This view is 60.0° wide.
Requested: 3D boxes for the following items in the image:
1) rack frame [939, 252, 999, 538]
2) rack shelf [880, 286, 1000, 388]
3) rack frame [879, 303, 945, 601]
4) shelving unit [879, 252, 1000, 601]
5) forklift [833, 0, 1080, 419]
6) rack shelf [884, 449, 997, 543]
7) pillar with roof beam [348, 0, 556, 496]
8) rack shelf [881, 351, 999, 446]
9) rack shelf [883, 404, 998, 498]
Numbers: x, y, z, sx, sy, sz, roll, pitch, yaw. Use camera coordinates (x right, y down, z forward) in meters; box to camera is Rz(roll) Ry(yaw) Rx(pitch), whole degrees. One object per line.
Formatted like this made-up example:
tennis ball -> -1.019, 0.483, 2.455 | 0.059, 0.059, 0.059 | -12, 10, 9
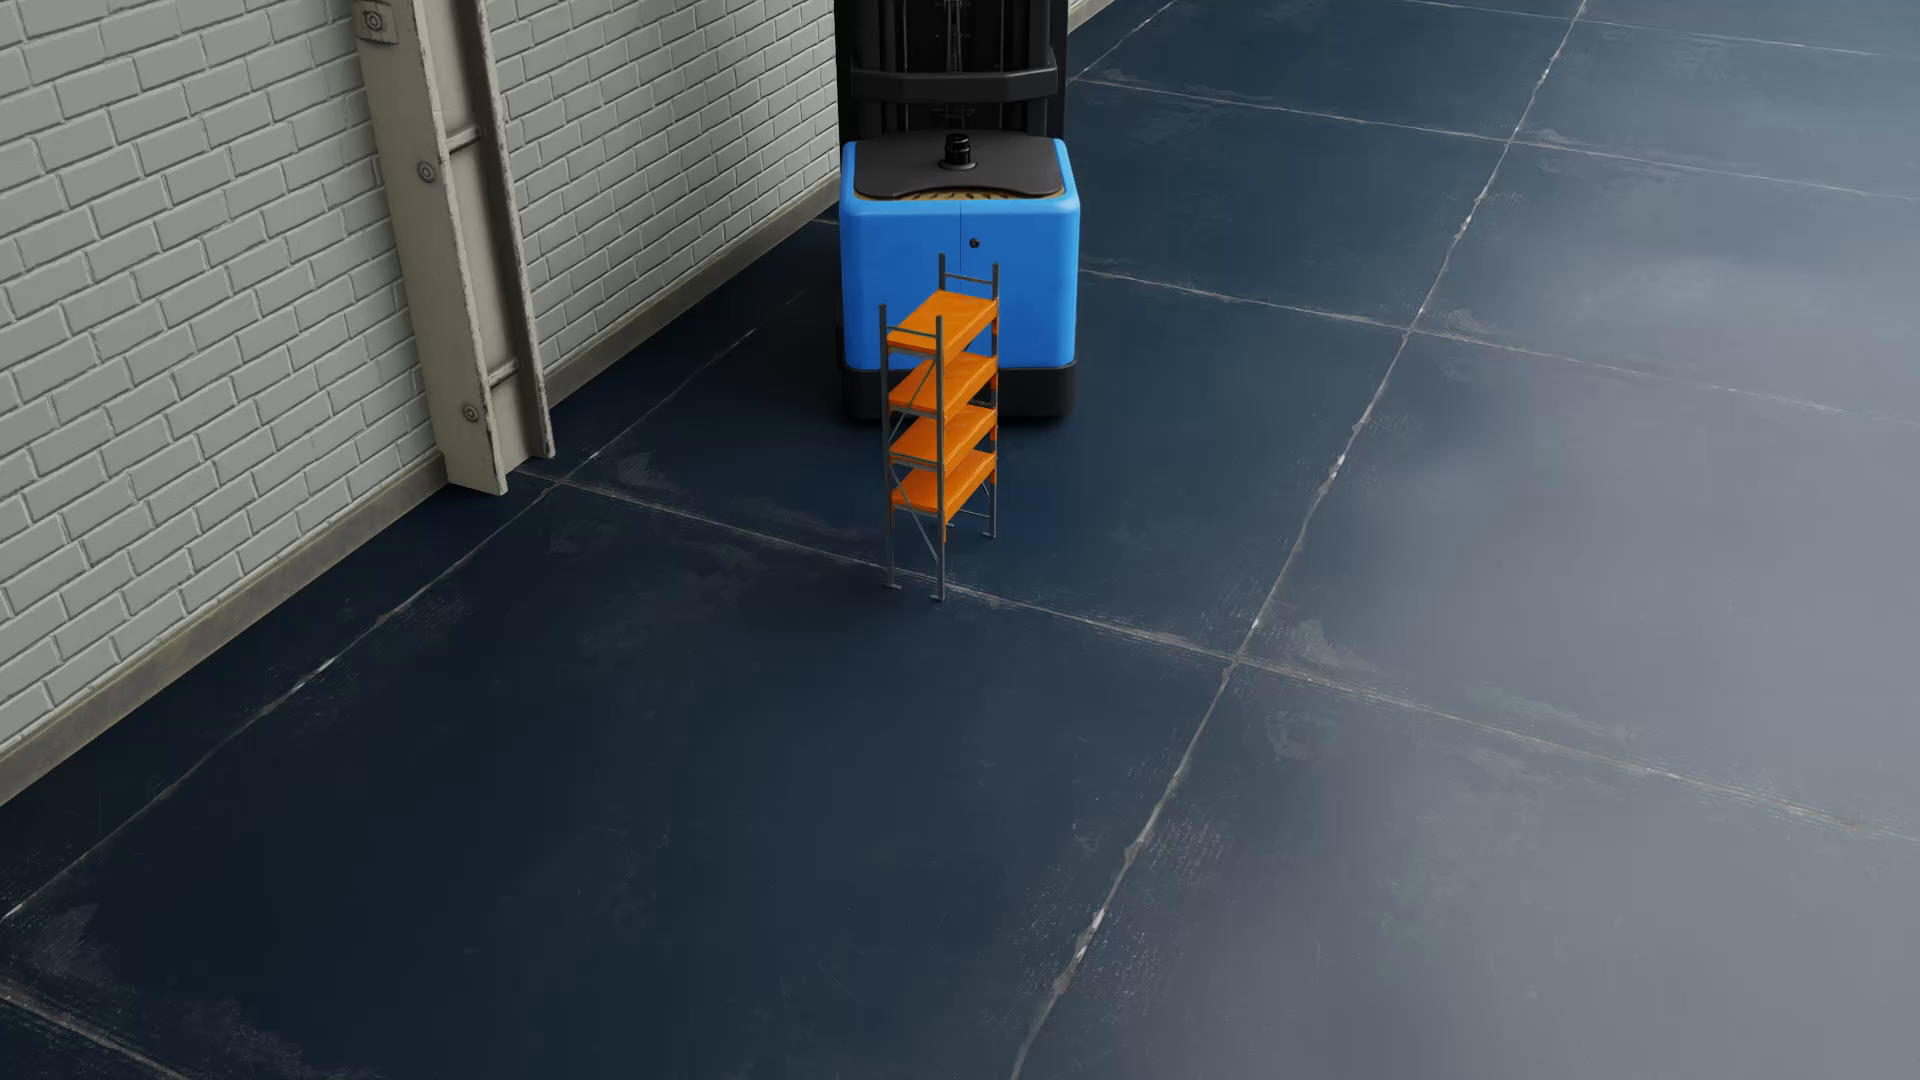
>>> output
rack frame -> 0.033, -0.541, 6.481 | 0.240, 1.200, 0.015 | 14, 36, 20
rack shelf -> -0.069, -0.748, 6.080 | 0.258, 0.148, 0.480 | 14, 36, 20
rack frame -> -0.171, -0.298, 6.110 | 0.240, 1.200, 0.015 | 14, 36, 20
shelving unit -> -0.069, -0.419, 6.295 | 0.258, 1.200, 0.503 | 14, 36, 20
forklift -> -0.051, -2.544, 7.958 | 1.130, 2.935, 3.031 | -1, 33, -2
rack shelf -> -0.069, -0.197, 6.441 | 0.258, 0.148, 0.480 | 14, 36, 20
pillar with roof beam -> 1.909, -3.096, 3.264 | 9.100, 9.000, 0.400 | 14, 36, 20
rack shelf -> -0.069, -0.550, 6.209 | 0.258, 0.148, 0.480 | 14, 36, 20
rack shelf -> -0.069, -0.363, 6.332 | 0.258, 0.148, 0.480 | 14, 36, 20
